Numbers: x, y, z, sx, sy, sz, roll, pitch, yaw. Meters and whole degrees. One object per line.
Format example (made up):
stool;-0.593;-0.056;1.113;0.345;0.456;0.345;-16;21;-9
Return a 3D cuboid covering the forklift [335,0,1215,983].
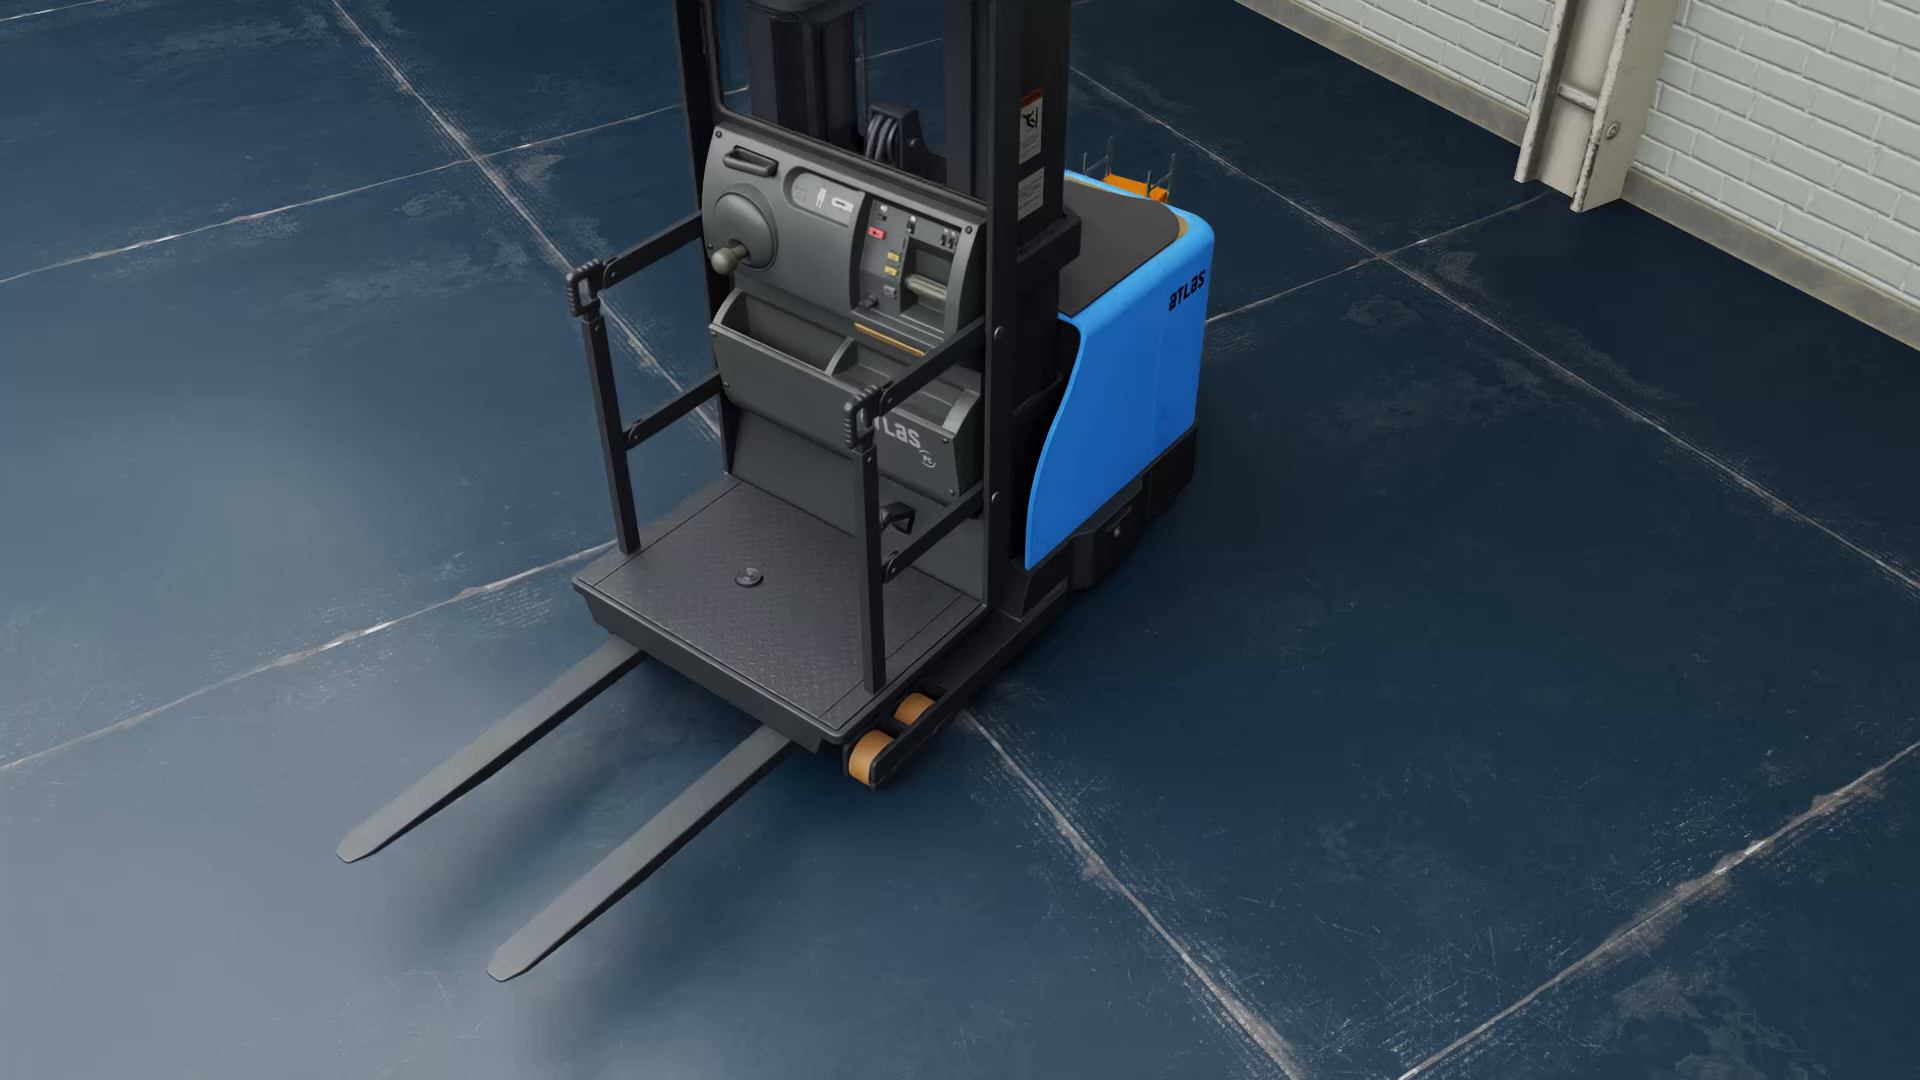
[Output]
forklift;-0.469;-0.762;4.375;1.130;2.935;3.031;26;46;28

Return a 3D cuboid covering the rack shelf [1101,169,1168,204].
rack shelf;0.572;-1.118;5.834;0.240;0.259;0.215;22;40;24

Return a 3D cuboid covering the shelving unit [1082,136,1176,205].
shelving unit;0.561;-0.898;5.995;0.252;1.050;0.215;22;40;24

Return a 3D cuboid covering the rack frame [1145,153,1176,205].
rack frame;0.664;-0.856;5.946;0.008;1.050;0.200;22;40;24

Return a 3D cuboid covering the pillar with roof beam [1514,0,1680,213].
pillar with roof beam;-0.806;-3.614;3.057;9.100;9.000;0.400;-22;45;-24

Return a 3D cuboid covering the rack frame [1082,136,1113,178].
rack frame;0.457;-0.939;6.045;0.008;1.050;0.200;22;40;24
